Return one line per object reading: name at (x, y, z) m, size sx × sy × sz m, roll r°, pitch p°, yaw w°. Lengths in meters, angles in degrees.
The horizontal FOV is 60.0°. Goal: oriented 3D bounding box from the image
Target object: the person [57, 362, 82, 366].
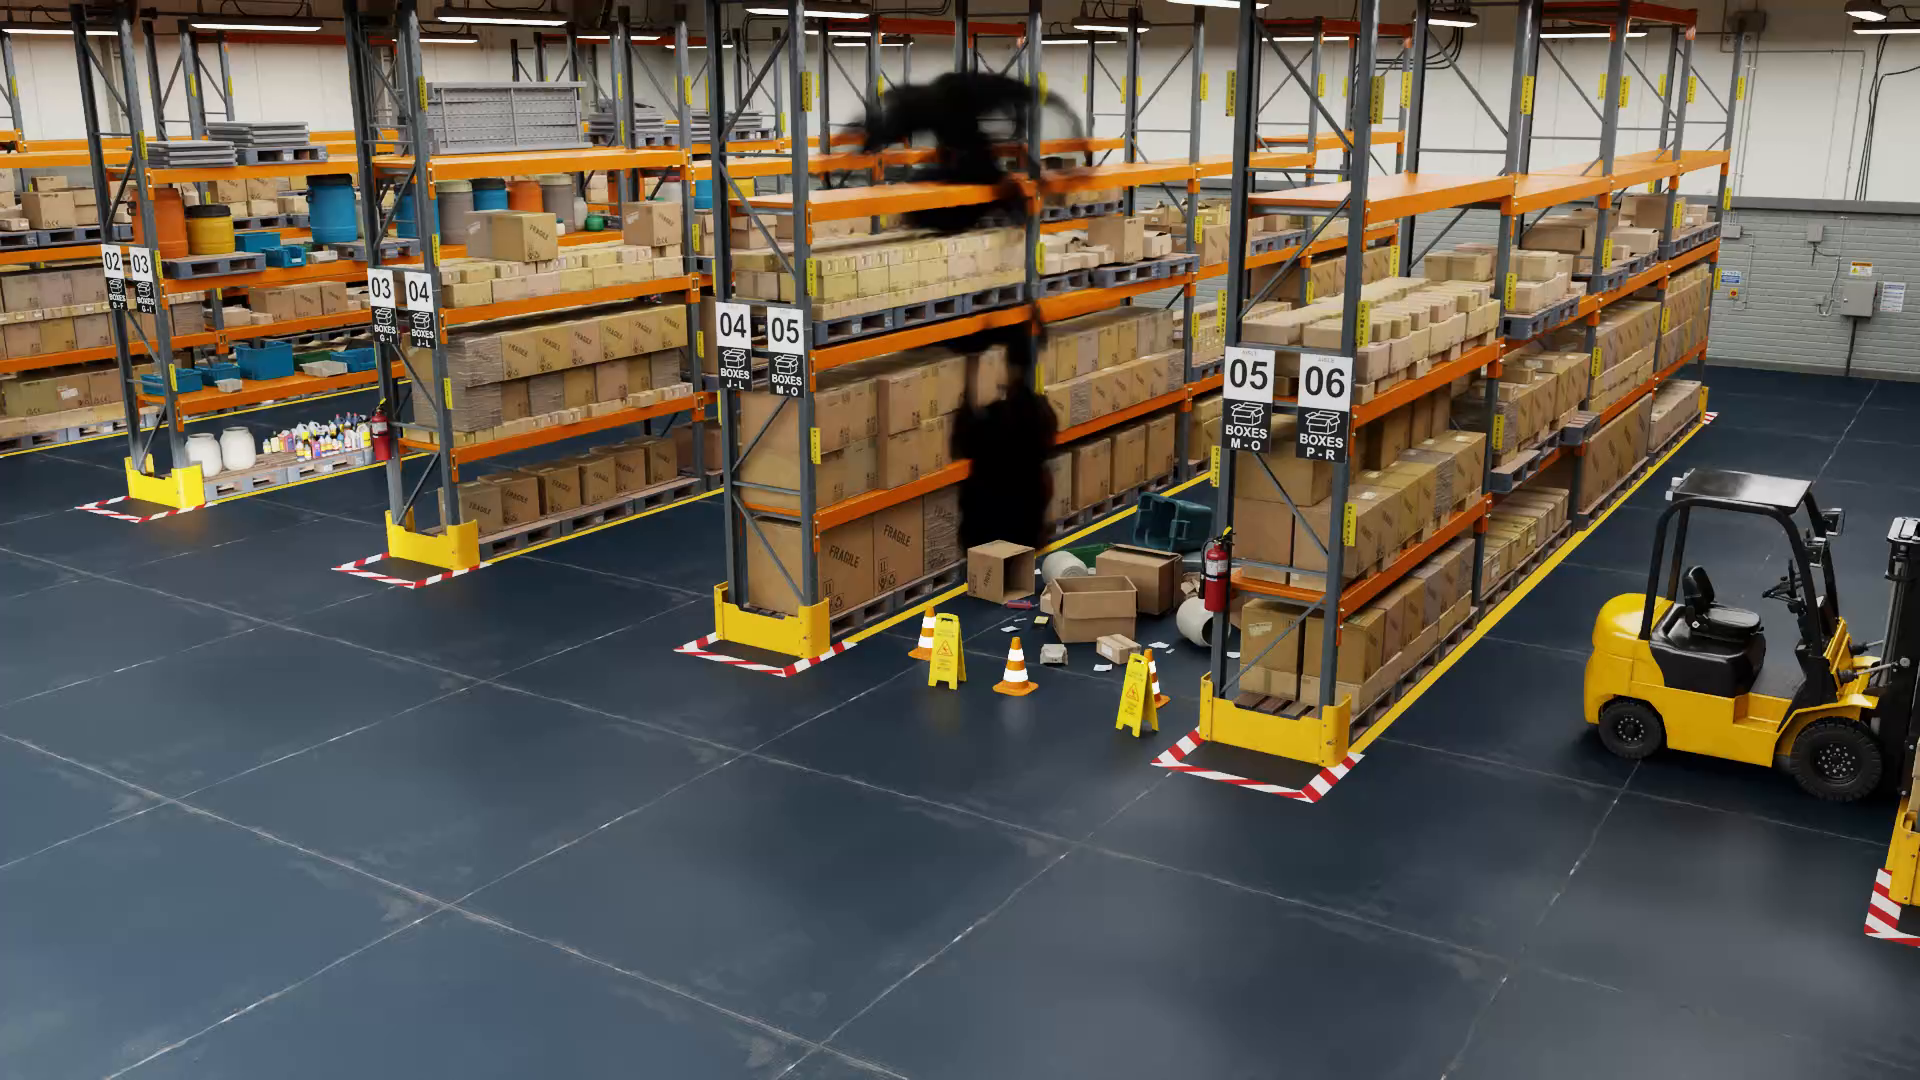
person at (-14.228, -2.947, 26.635) m, size 0.596 × 1.738 × 0.768 m, roll 9°, pitch 18°, yaw 29°
